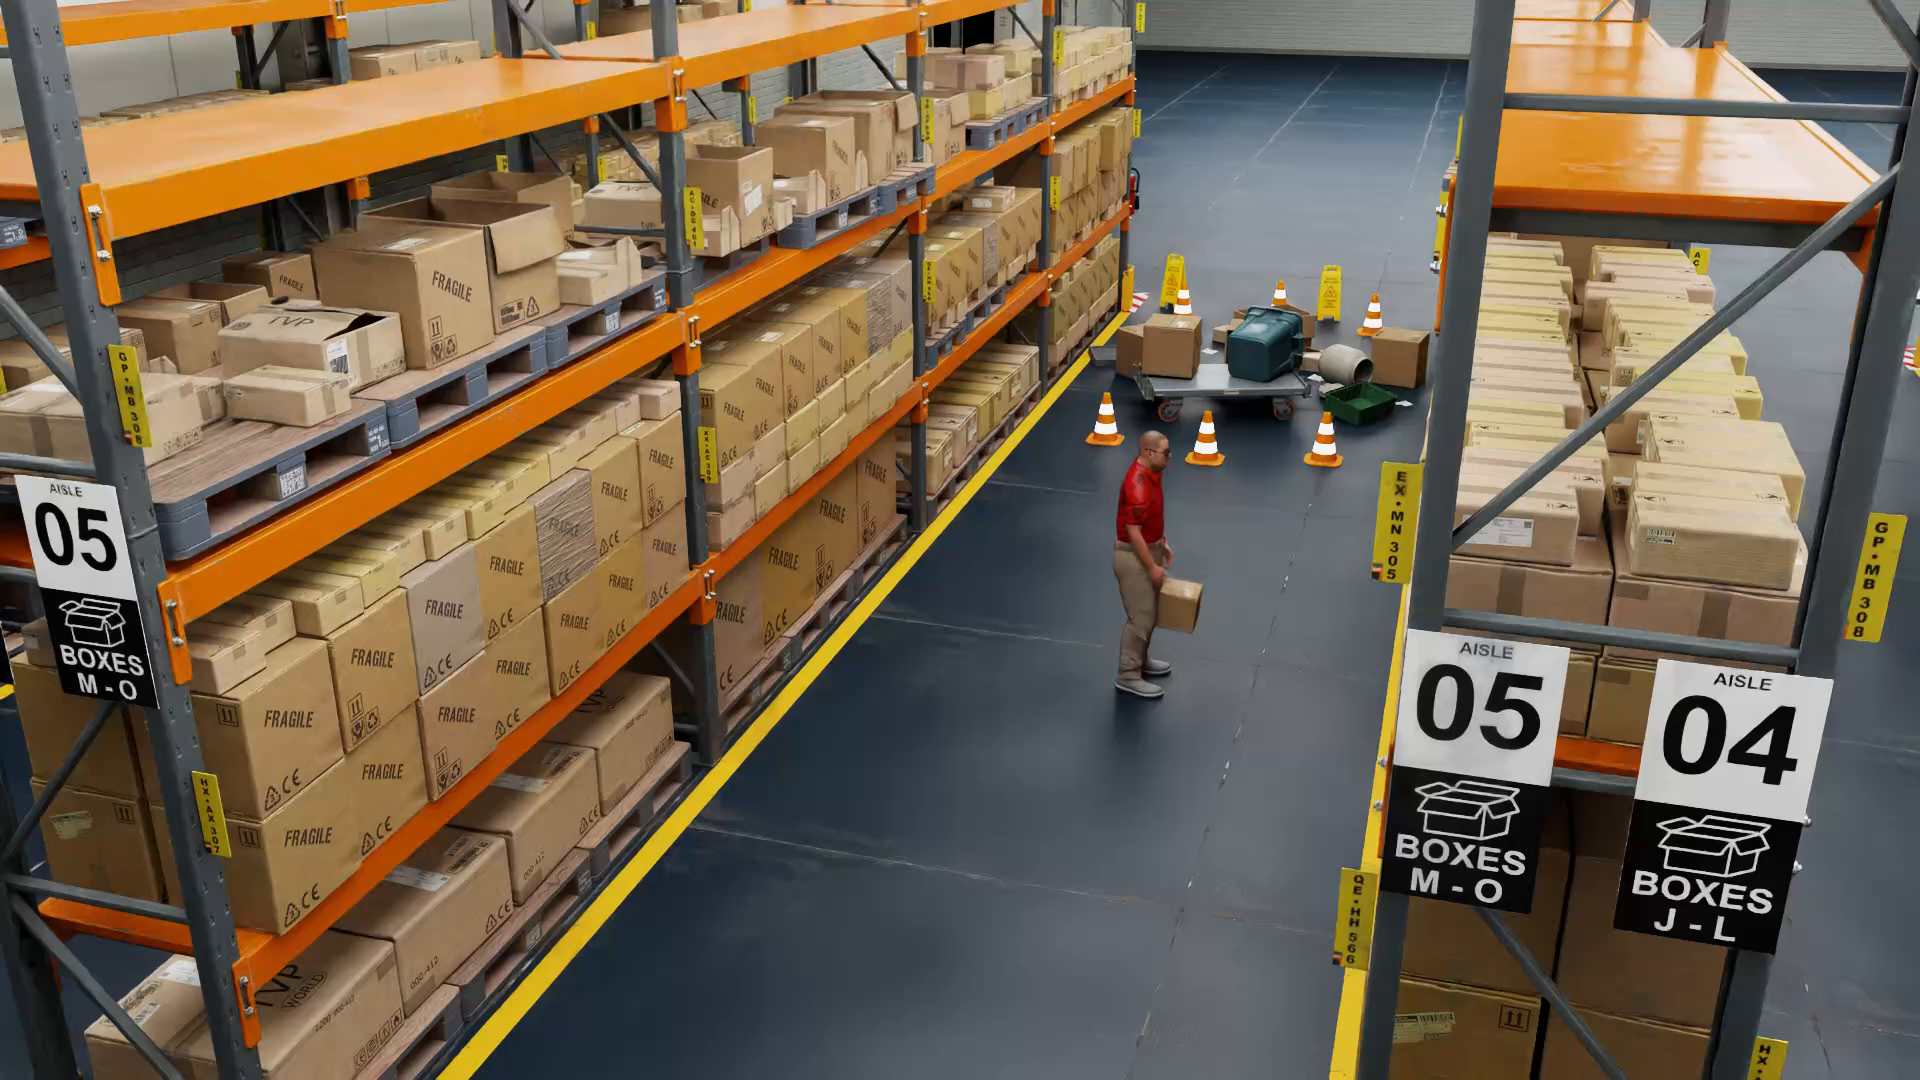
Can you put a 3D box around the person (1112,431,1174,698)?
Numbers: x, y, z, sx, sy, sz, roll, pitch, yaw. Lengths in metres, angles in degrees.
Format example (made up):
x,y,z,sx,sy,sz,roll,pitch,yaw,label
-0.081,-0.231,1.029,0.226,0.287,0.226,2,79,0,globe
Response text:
x,y,z,sx,sy,sz,roll,pitch,yaw,label
1.199,0.166,10.810,0.392,1.638,0.558,6,23,14,person
